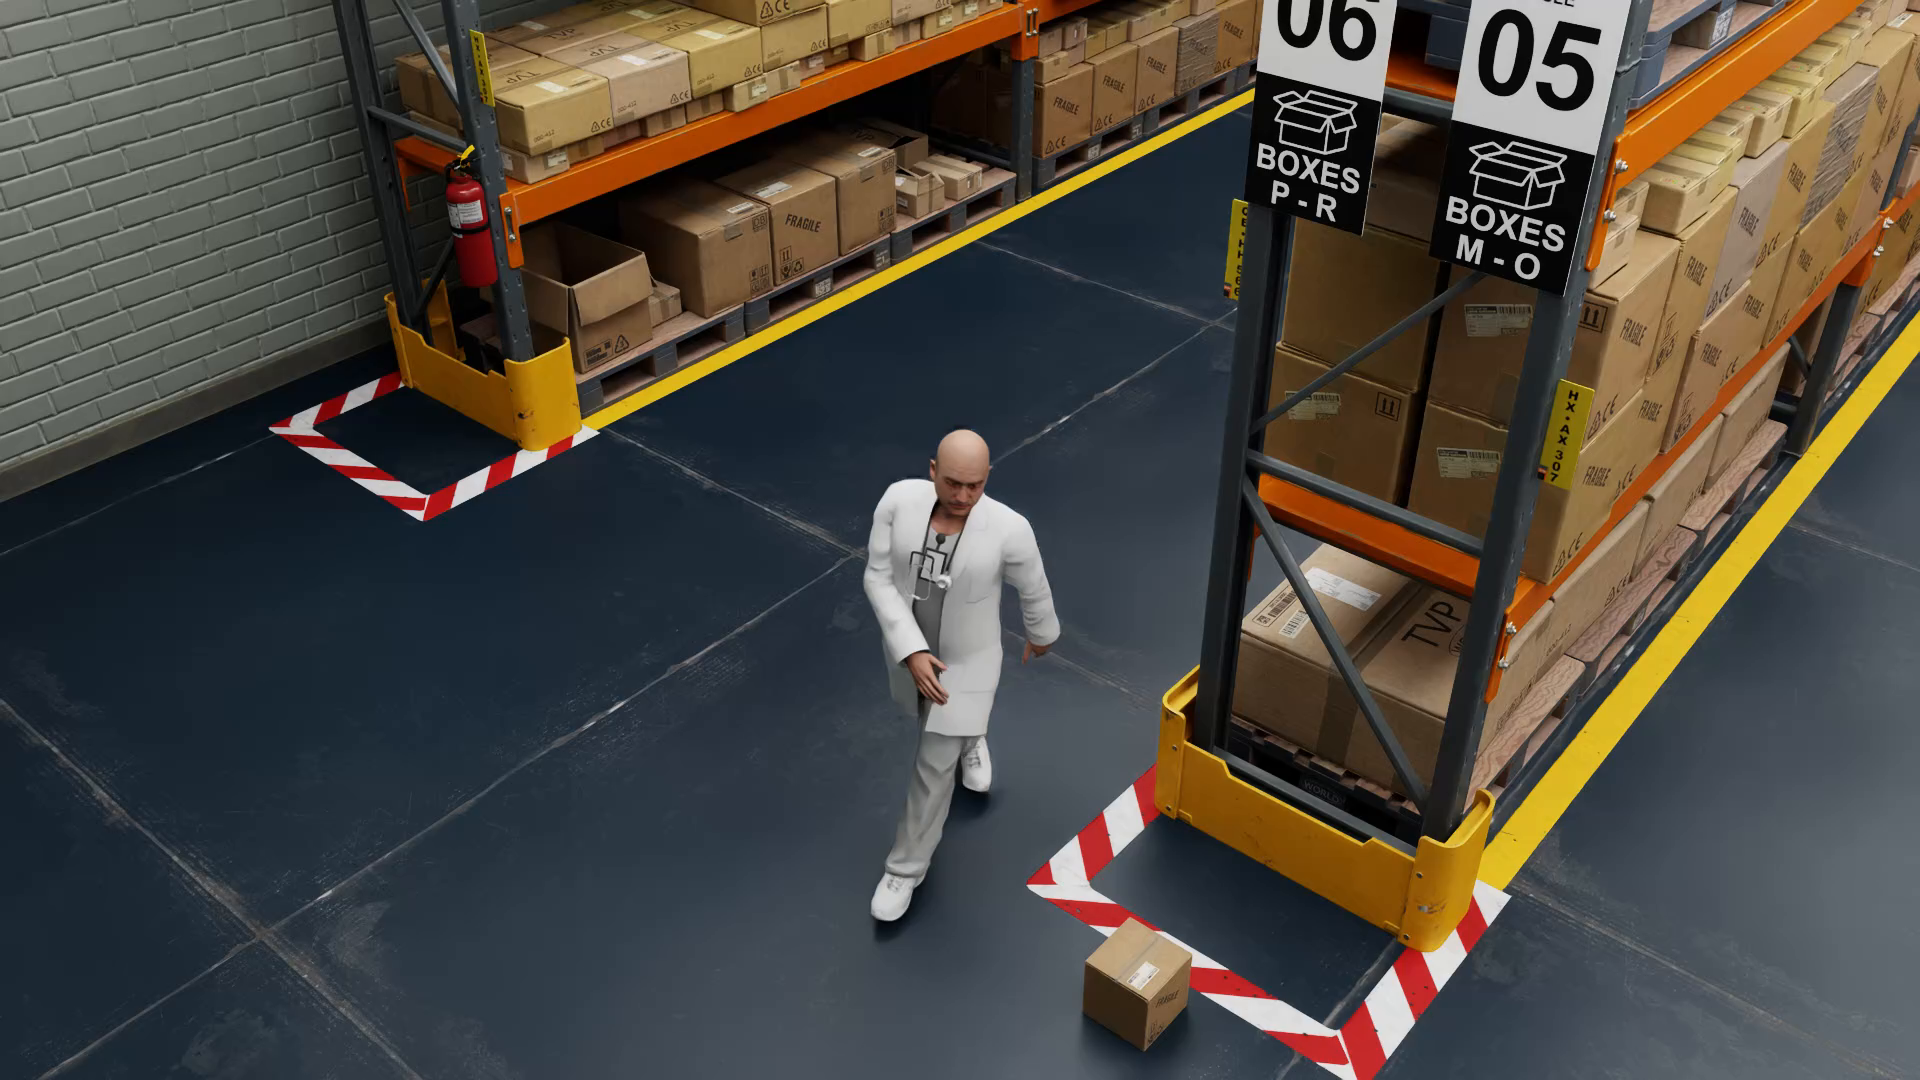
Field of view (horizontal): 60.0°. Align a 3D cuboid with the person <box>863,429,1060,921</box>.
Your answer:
[{"bbox_3d":[-0.019,0.382,5.608,0.567,1.733,1.058,15,37,20],"label":"person"}]
